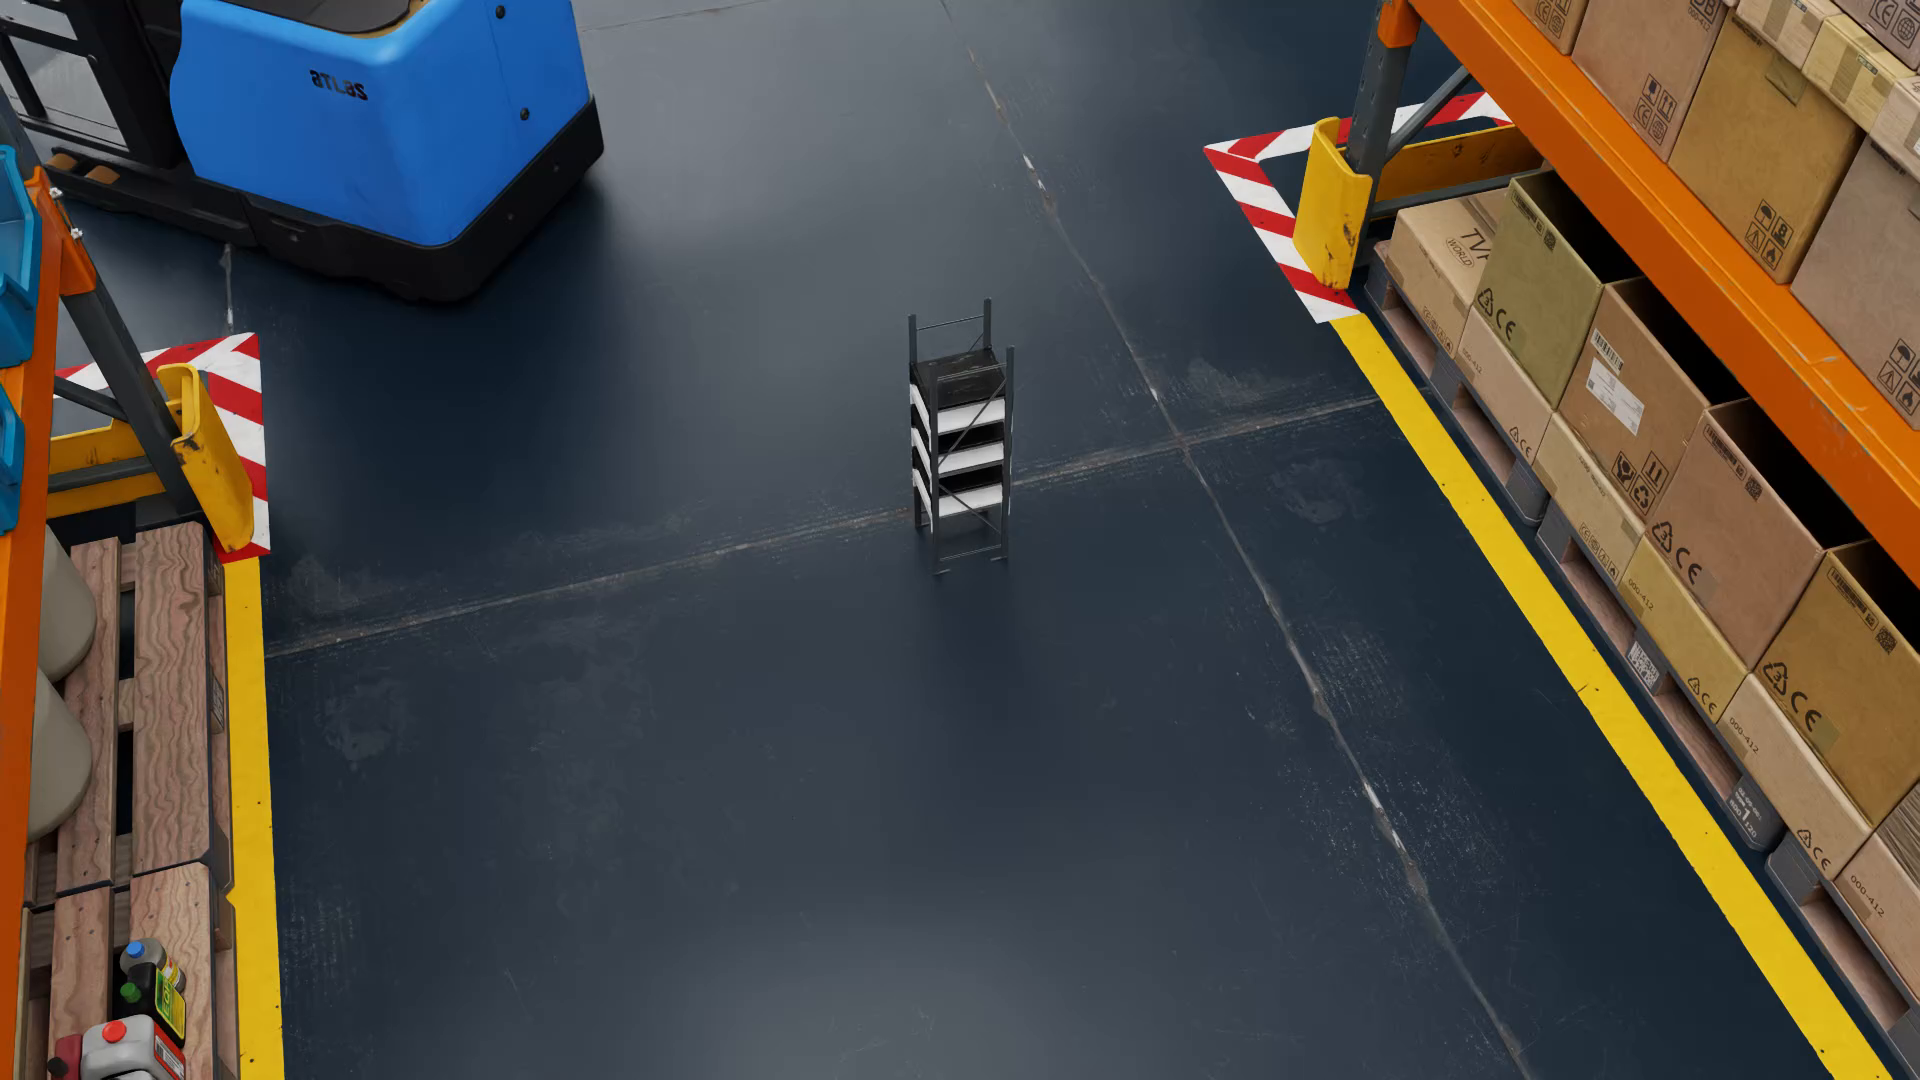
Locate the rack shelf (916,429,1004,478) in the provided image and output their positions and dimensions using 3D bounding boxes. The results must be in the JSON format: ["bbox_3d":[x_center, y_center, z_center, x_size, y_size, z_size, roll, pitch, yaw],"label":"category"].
[{"bbox_3d":[0.002,-0.276,4.911,0.221,0.026,0.190,-13,51,-11],"label":"rack shelf"}]

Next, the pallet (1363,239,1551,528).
[{"bbox_3d":[2.103,-0.652,5.661,1.003,0.211,1.213,-13,51,-11],"label":"pallet"}]

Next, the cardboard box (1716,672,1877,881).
[{"bbox_3d":[2.373,0.554,4.345,0.500,0.250,0.500,-13,51,-11],"label":"cardboard box"}]

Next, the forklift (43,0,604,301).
[{"bbox_3d":[-2.943,-2.536,5.471,3.031,2.935,1.130,18,52,14],"label":"forklift"}]

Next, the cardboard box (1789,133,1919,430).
[{"bbox_3d":[2.423,-0.658,3.777,0.700,0.500,0.500,-12,51,-10],"label":"cardboard box"}]

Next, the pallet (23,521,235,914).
[{"bbox_3d":[-2.594,0.556,4.643,1.003,0.211,1.213,-13,51,-11],"label":"pallet"}]

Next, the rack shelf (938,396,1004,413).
[{"bbox_3d":[0.002,-0.446,4.709,0.199,0.015,0.184,-13,51,-11],"label":"rack shelf"}]

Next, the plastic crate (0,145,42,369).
[{"bbox_3d":[-2.462,-0.637,3.922,0.499,0.251,0.616,-13,51,-11],"label":"plastic crate"}]

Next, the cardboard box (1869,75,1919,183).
[{"bbox_3d":[2.201,-0.883,3.543,0.380,0.149,0.250,-13,51,-11],"label":"cardboard box"}]

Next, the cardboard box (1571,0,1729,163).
[{"bbox_3d":[2.123,-1.406,4.408,0.700,0.500,0.500,-12,51,-10],"label":"cardboard box"}]

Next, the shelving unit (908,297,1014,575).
[{"bbox_3d":[-10.164,-11.825,13.191,11.303,3.100,33.289,-13,51,-11],"label":"shelving unit"}]

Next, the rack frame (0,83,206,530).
[{"bbox_3d":[-2.896,-0.982,4.116,1.000,3.000,0.127,-13,51,-11],"label":"rack frame"}]

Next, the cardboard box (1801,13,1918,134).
[{"bbox_3d":[2.130,-1.065,3.697,0.380,0.149,0.250,-14,51,-11],"label":"cardboard box"}]

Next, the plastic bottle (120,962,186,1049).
[{"bbox_3d":[-1.882,1.075,3.871,0.061,0.283,0.133,-12,51,-10],"label":"plastic bottle"}]

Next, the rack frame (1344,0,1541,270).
[{"bbox_3d":[1.837,-2.100,5.058,1.000,3.000,0.127,-13,51,-11],"label":"rack frame"}]

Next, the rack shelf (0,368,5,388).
[{"bbox_3d":[-2.305,0.647,3.085,0.919,0.124,3.809,-13,51,-11],"label":"rack shelf"}]

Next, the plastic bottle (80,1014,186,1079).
[{"bbox_3d":[-1.886,1.186,3.782,0.152,0.276,0.135,-13,51,-11],"label":"plastic bottle"}]

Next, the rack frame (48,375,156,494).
[{"bbox_3d":[-2.899,-0.982,4.116,0.949,2.616,0.053,-13,51,-11],"label":"rack frame"}]

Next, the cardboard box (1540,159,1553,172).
[{"bbox_3d":[2.280,-1.266,5.389,0.500,0.500,0.500,-13,51,-11],"label":"cardboard box"}]

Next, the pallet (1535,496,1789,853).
[{"bbox_3d":[2.460,0.238,4.911,1.003,0.211,1.213,-13,51,-11],"label":"pallet"}]

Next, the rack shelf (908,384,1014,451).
[{"bbox_3d":[0.002,-0.379,4.789,0.258,0.077,0.200,-13,51,-11],"label":"rack shelf"}]

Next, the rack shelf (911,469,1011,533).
[{"bbox_3d":[0.002,-0.147,5.064,0.258,0.077,0.200,-13,51,-11],"label":"rack shelf"}]

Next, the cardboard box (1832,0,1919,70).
[{"bbox_3d":[2.289,-1.417,3.568,0.700,0.500,0.500,-13,51,-11],"label":"cardboard box"}]

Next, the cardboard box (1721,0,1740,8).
[{"bbox_3d":[1.973,-1.446,4.018,0.380,0.149,0.250,-14,51,-12],"label":"cardboard box"}]

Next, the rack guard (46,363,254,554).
[{"bbox_3d":[-2.829,-0.132,5.034,1.175,0.500,0.348,-13,51,-11],"label":"rack guard"}]

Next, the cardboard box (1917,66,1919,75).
[{"bbox_3d":[2.437,-1.051,3.260,0.700,0.500,0.500,-13,51,-11],"label":"cardboard box"}]

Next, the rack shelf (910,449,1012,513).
[{"bbox_3d":[-10.165,-11.826,13.193,11.303,3.100,33.284,-13,51,-11],"label":"rack shelf"}]

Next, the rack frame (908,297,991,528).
[{"bbox_3d":[-0.028,-0.358,4.964,0.240,0.900,0.006,-13,51,-11],"label":"rack frame"}]

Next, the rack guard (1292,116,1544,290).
[{"bbox_3d":[1.830,-1.311,6.029,1.175,0.500,0.348,-13,51,-11],"label":"rack guard"}]

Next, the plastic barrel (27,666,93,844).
[{"bbox_3d":[-2.480,0.514,4.208,0.421,0.512,0.421,0,50,0],"label":"plastic barrel"}]

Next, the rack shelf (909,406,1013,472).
[{"bbox_3d":[0.002,-0.321,4.858,0.258,0.077,0.200,-13,51,-11],"label":"rack shelf"}]

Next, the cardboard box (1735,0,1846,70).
[{"bbox_3d":[2.054,-1.252,3.854,0.380,0.149,0.250,-15,51,-12],"label":"cardboard box"}]

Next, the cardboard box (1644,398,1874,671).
[{"bbox_3d":[2.224,-0.052,4.365,0.500,0.500,0.500,-13,51,-11],"label":"cardboard box"}]

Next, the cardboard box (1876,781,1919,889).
[{"bbox_3d":[2.537,0.674,3.753,0.500,0.500,0.500,-13,51,-11],"label":"cardboard box"}]

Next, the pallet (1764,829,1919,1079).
[{"bbox_3d":[2.825,1.130,4.159,1.003,0.211,1.213,-13,51,-11],"label":"pallet"}]

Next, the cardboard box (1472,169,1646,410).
[{"bbox_3d":[1.933,-0.784,4.982,0.500,0.500,0.500,-13,51,-11],"label":"cardboard box"}]

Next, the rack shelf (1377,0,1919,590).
[{"bbox_3d":[2.428,-0.407,4.102,1.077,0.370,4.000,-13,51,-11],"label":"rack shelf"}]

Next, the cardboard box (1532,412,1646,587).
[{"bbox_3d":[2.082,-0.177,4.961,0.500,0.250,0.500,-13,51,-11],"label":"cardboard box"}]

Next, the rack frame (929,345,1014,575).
[{"bbox_3d":[0.032,-0.210,4.838,0.240,0.900,0.006,-13,51,-11],"label":"rack frame"}]

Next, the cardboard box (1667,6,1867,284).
[{"bbox_3d":[2.264,-1.042,4.101,0.700,0.500,0.500,-13,51,-11],"label":"cardboard box"}]
